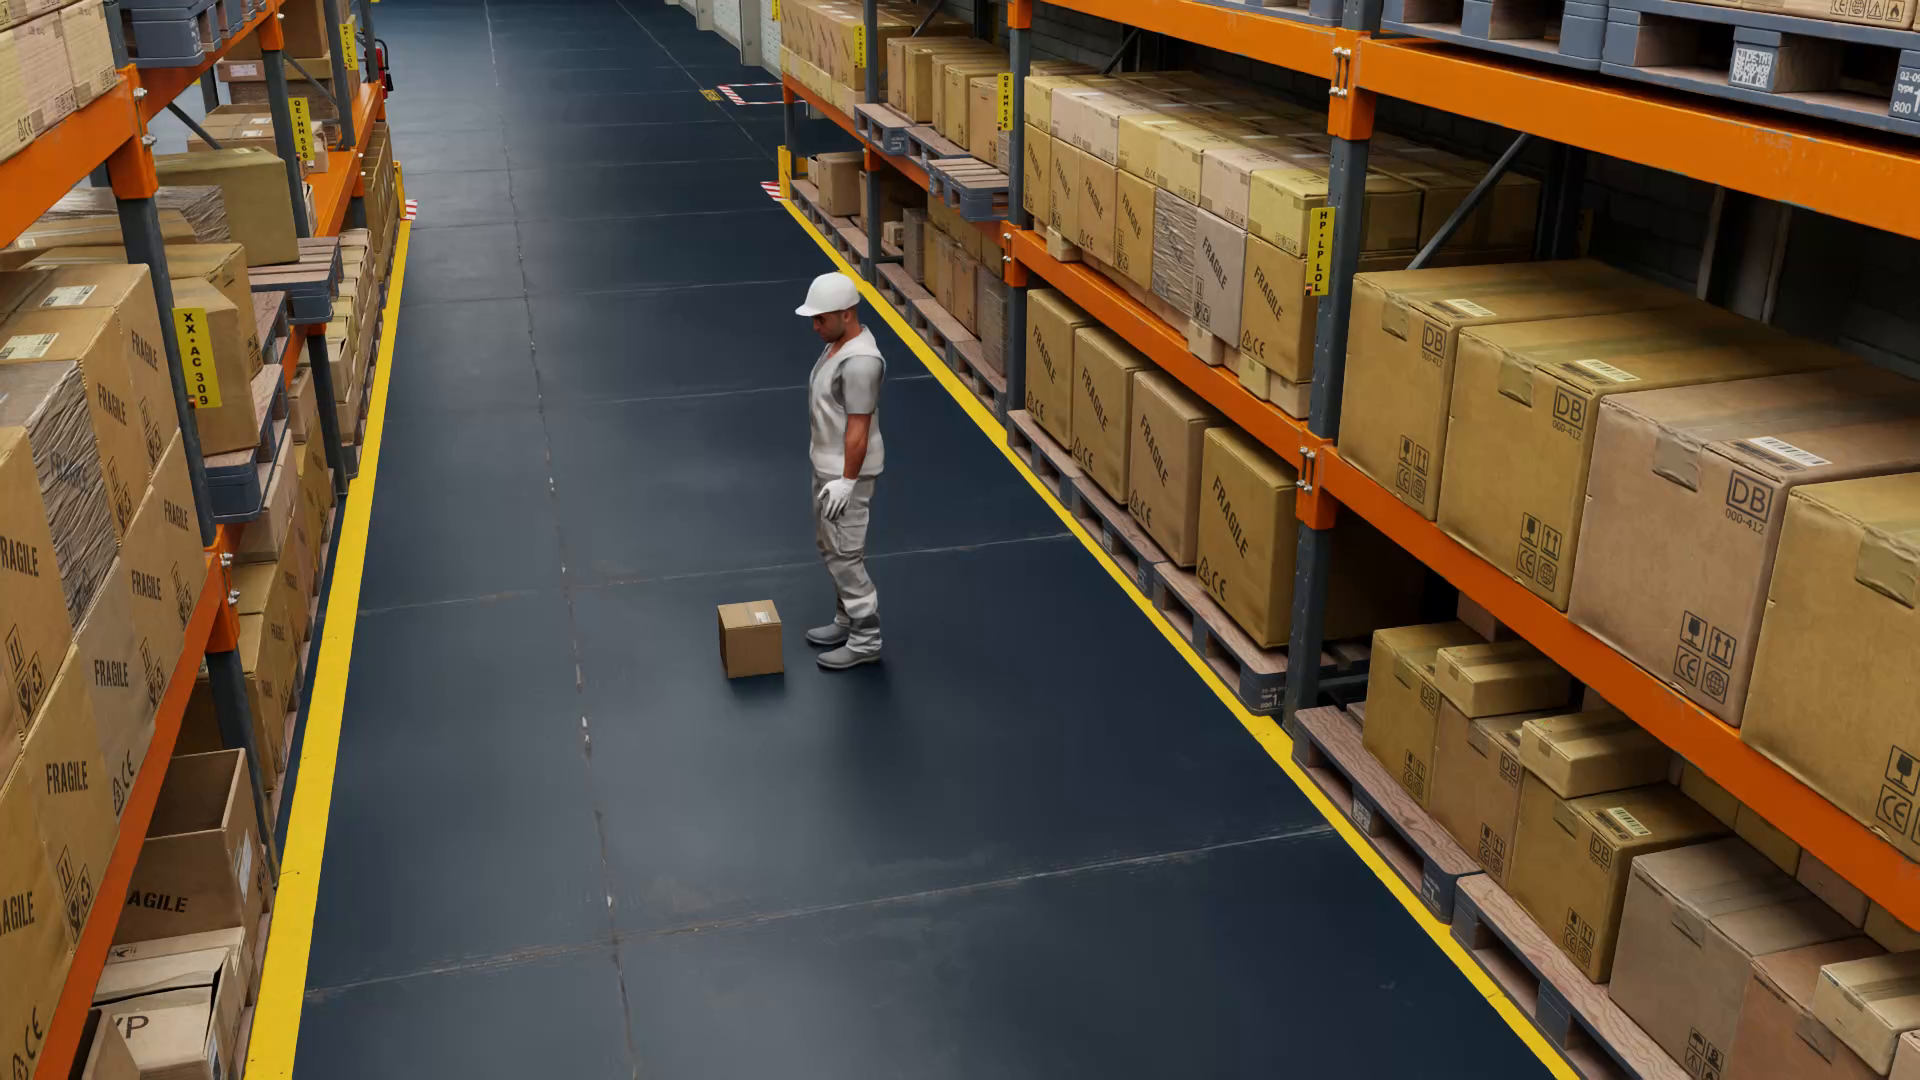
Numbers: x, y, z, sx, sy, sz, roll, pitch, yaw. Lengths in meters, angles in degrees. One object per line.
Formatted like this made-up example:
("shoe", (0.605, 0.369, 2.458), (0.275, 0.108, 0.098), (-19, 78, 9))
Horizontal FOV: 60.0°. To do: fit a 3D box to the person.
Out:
("person", (-0.513, -0.299, 7.292), (0.364, 1.774, 0.529), (-6, 23, -13))
